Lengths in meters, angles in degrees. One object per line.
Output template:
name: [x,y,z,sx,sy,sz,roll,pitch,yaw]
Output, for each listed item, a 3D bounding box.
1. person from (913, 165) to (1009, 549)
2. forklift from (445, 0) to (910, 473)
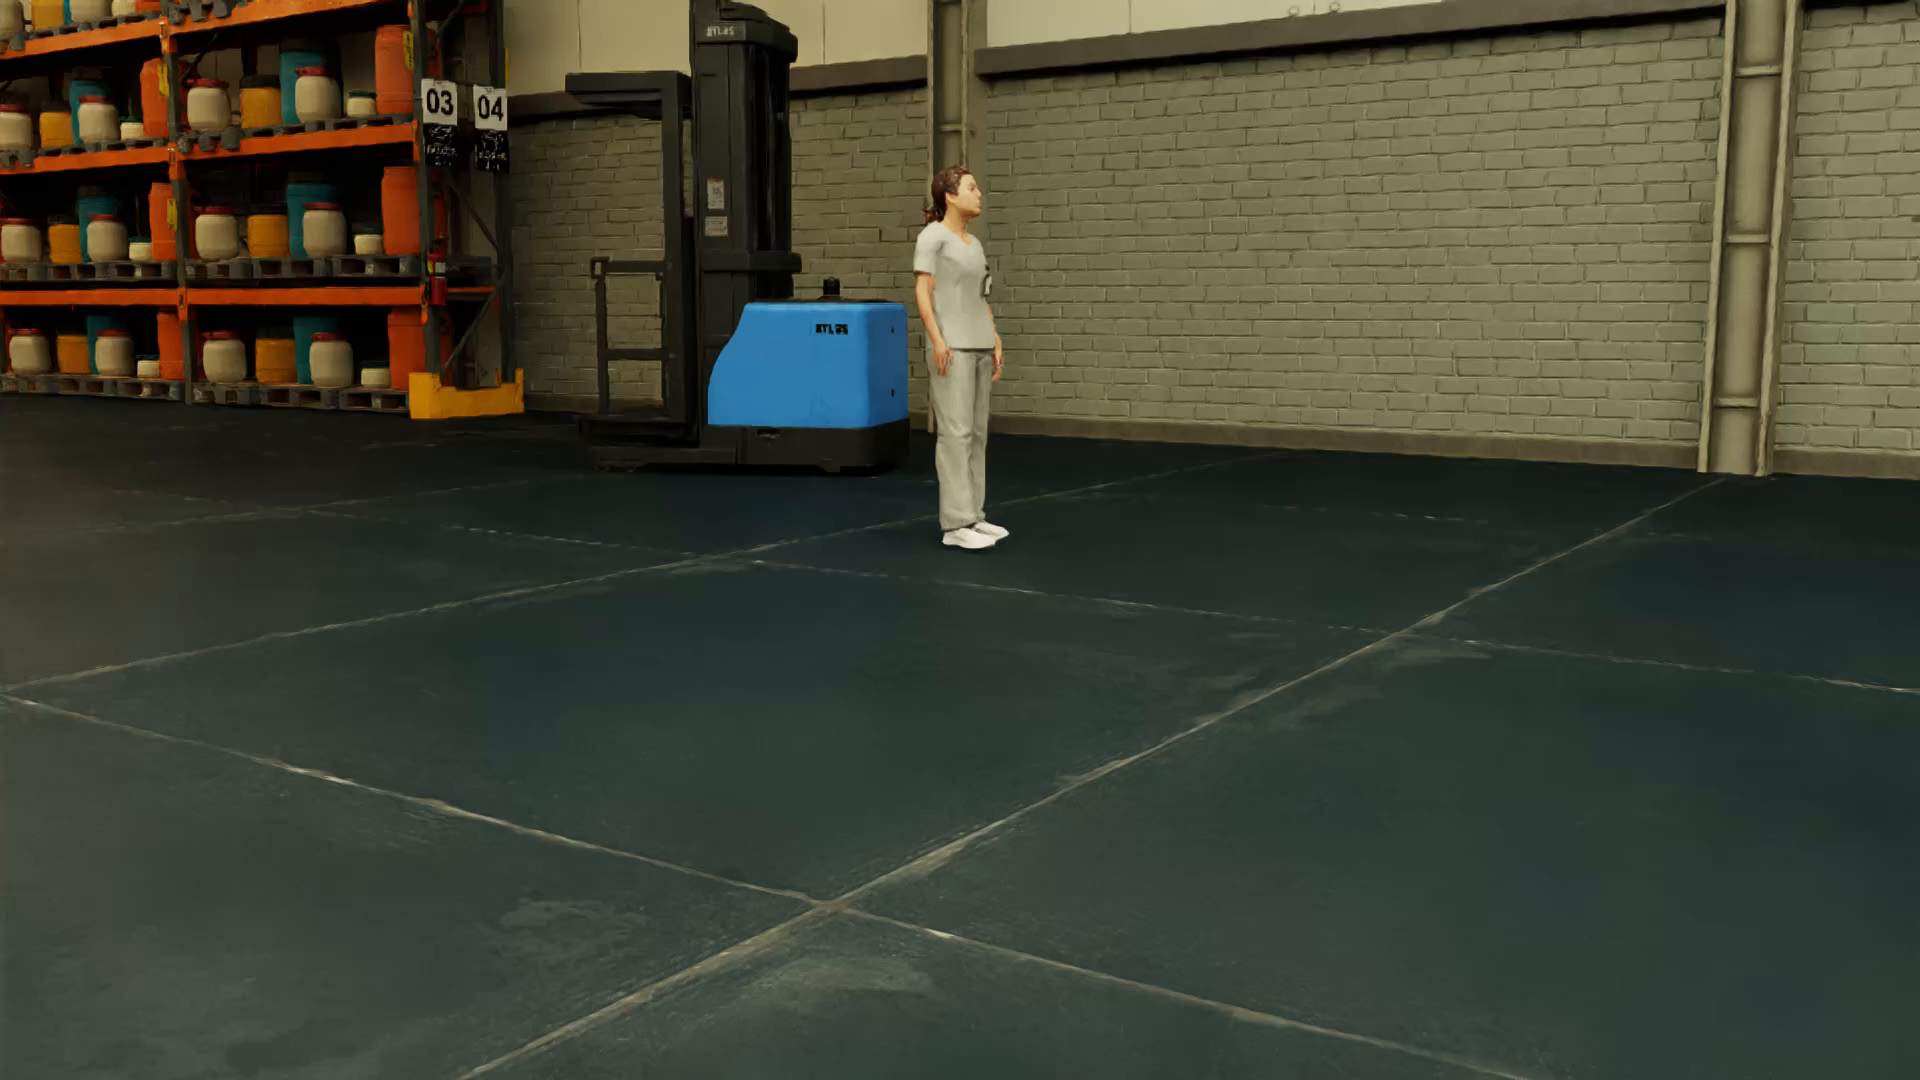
person: [0.054,-0.829,7.433,0.548,1.674,0.550,5,10,34]
forklift: [-1.912,-1.957,10.958,3.031,2.935,1.130,2,8,14]
